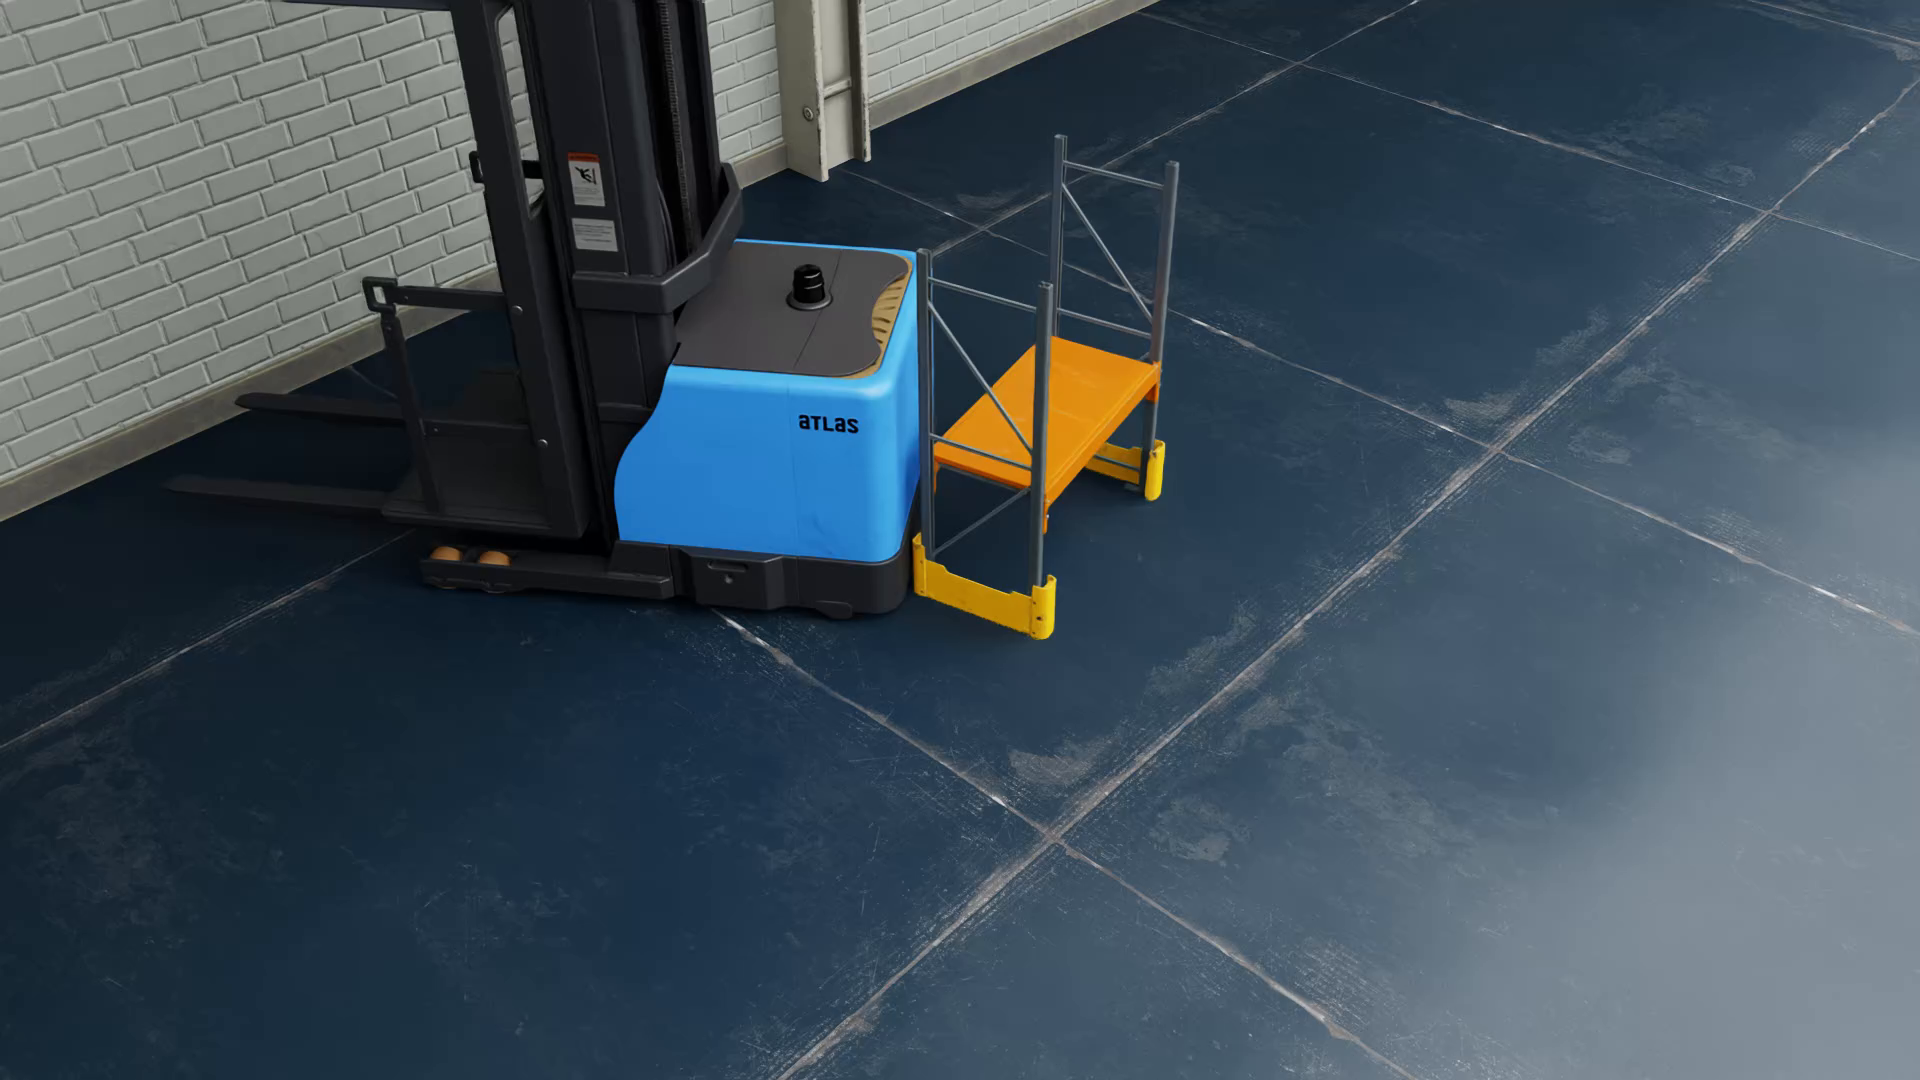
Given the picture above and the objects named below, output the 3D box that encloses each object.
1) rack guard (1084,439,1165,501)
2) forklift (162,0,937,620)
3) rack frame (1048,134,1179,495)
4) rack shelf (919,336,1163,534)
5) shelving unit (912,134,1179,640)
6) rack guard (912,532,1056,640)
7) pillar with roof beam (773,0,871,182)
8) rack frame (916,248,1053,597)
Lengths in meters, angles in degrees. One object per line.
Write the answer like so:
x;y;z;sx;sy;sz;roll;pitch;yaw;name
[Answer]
0.576;-0.369;7.013;0.587;0.250;0.087;19;42;23;rack guard
-1.655;-1.258;5.977;3.031;2.935;1.130;5;39;6;forklift
0.577;-0.859;6.625;0.500;1.500;0.032;19;42;23;rack frame
0.327;-0.442;6.390;0.538;0.185;1.000;19;42;23;rack shelf
0.332;-0.588;6.285;0.587;1.500;1.083;19;42;23;shelving unit
0.087;0.171;6.334;0.587;0.250;0.087;19;42;23;rack guard
2.429;-3.861;4.375;9.100;9.000;0.400;30;47;32;pillar with roof beam
0.077;-0.308;5.932;0.500;1.500;0.032;19;42;23;rack frame
